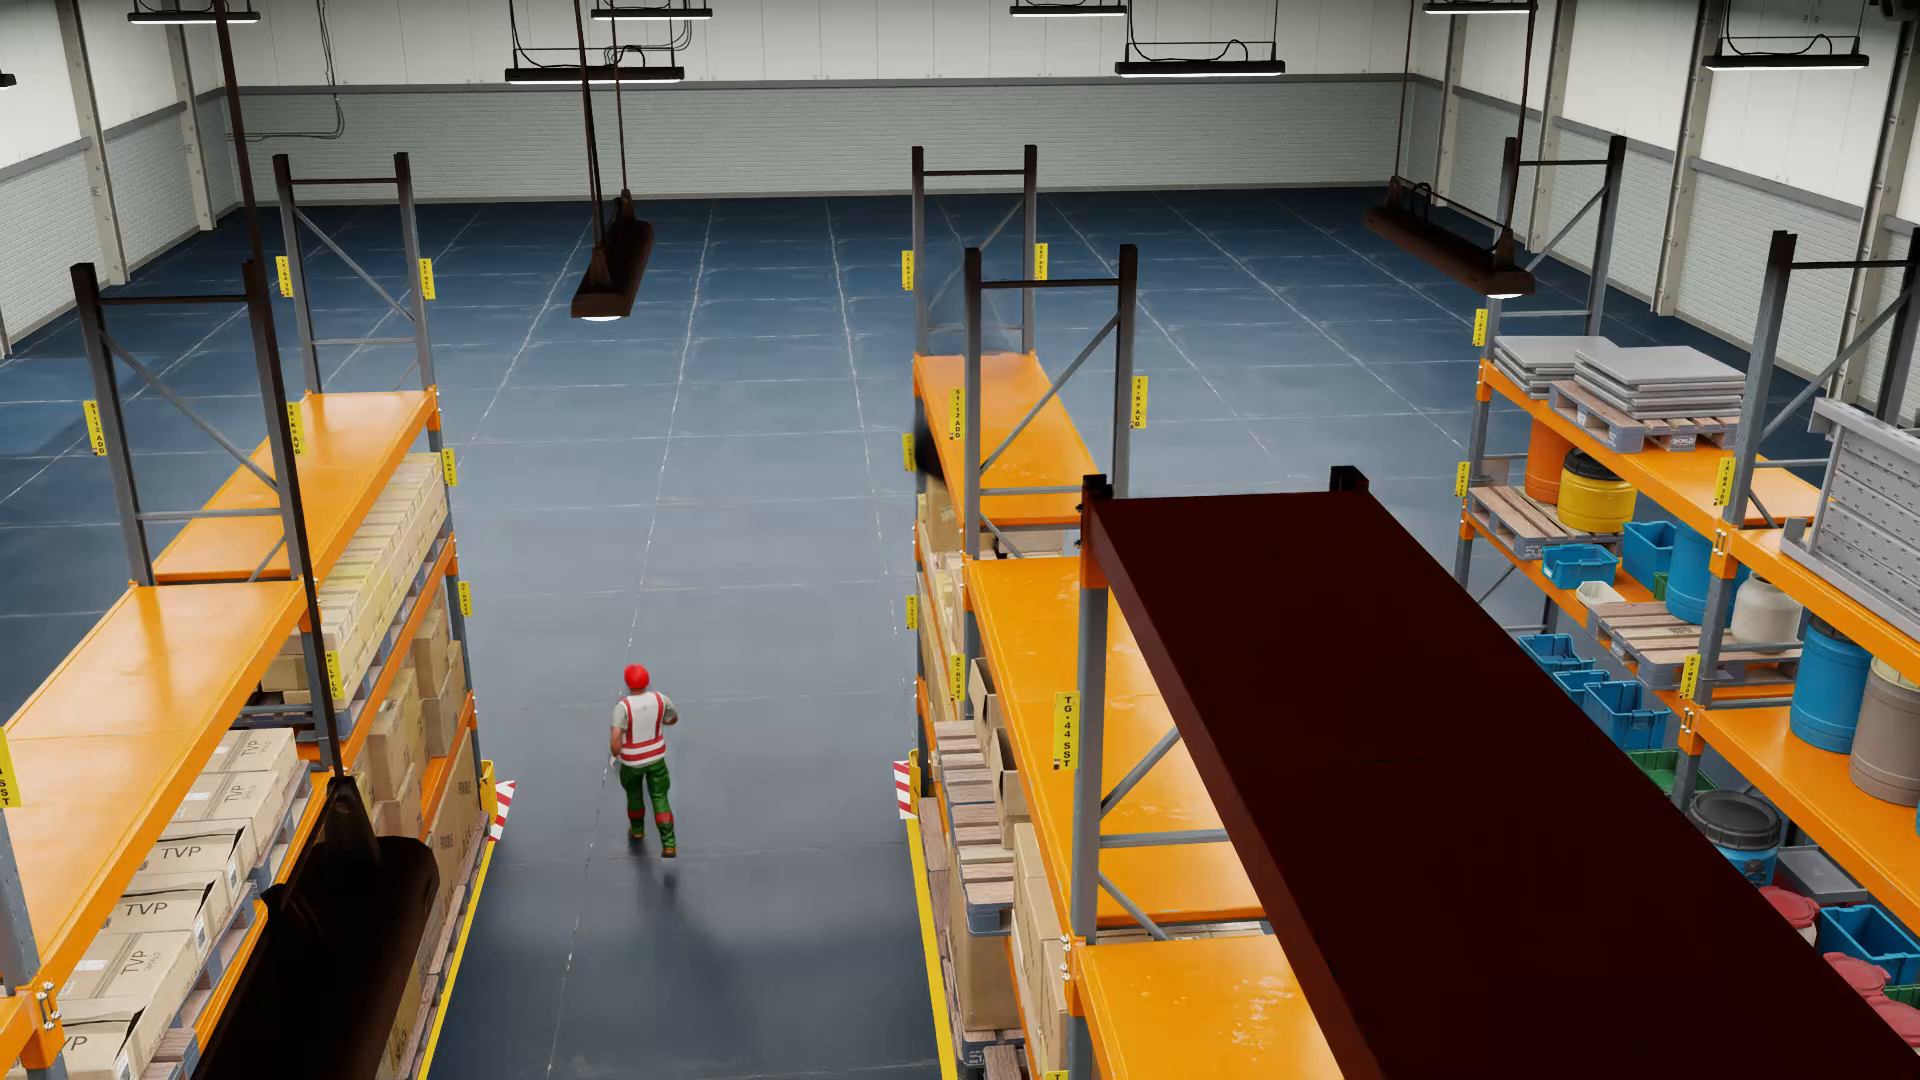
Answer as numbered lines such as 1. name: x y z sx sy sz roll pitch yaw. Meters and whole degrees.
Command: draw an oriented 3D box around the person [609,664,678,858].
1. person: -2.710 1.900 14.335 0.663 1.798 0.944 -10 24 -24
